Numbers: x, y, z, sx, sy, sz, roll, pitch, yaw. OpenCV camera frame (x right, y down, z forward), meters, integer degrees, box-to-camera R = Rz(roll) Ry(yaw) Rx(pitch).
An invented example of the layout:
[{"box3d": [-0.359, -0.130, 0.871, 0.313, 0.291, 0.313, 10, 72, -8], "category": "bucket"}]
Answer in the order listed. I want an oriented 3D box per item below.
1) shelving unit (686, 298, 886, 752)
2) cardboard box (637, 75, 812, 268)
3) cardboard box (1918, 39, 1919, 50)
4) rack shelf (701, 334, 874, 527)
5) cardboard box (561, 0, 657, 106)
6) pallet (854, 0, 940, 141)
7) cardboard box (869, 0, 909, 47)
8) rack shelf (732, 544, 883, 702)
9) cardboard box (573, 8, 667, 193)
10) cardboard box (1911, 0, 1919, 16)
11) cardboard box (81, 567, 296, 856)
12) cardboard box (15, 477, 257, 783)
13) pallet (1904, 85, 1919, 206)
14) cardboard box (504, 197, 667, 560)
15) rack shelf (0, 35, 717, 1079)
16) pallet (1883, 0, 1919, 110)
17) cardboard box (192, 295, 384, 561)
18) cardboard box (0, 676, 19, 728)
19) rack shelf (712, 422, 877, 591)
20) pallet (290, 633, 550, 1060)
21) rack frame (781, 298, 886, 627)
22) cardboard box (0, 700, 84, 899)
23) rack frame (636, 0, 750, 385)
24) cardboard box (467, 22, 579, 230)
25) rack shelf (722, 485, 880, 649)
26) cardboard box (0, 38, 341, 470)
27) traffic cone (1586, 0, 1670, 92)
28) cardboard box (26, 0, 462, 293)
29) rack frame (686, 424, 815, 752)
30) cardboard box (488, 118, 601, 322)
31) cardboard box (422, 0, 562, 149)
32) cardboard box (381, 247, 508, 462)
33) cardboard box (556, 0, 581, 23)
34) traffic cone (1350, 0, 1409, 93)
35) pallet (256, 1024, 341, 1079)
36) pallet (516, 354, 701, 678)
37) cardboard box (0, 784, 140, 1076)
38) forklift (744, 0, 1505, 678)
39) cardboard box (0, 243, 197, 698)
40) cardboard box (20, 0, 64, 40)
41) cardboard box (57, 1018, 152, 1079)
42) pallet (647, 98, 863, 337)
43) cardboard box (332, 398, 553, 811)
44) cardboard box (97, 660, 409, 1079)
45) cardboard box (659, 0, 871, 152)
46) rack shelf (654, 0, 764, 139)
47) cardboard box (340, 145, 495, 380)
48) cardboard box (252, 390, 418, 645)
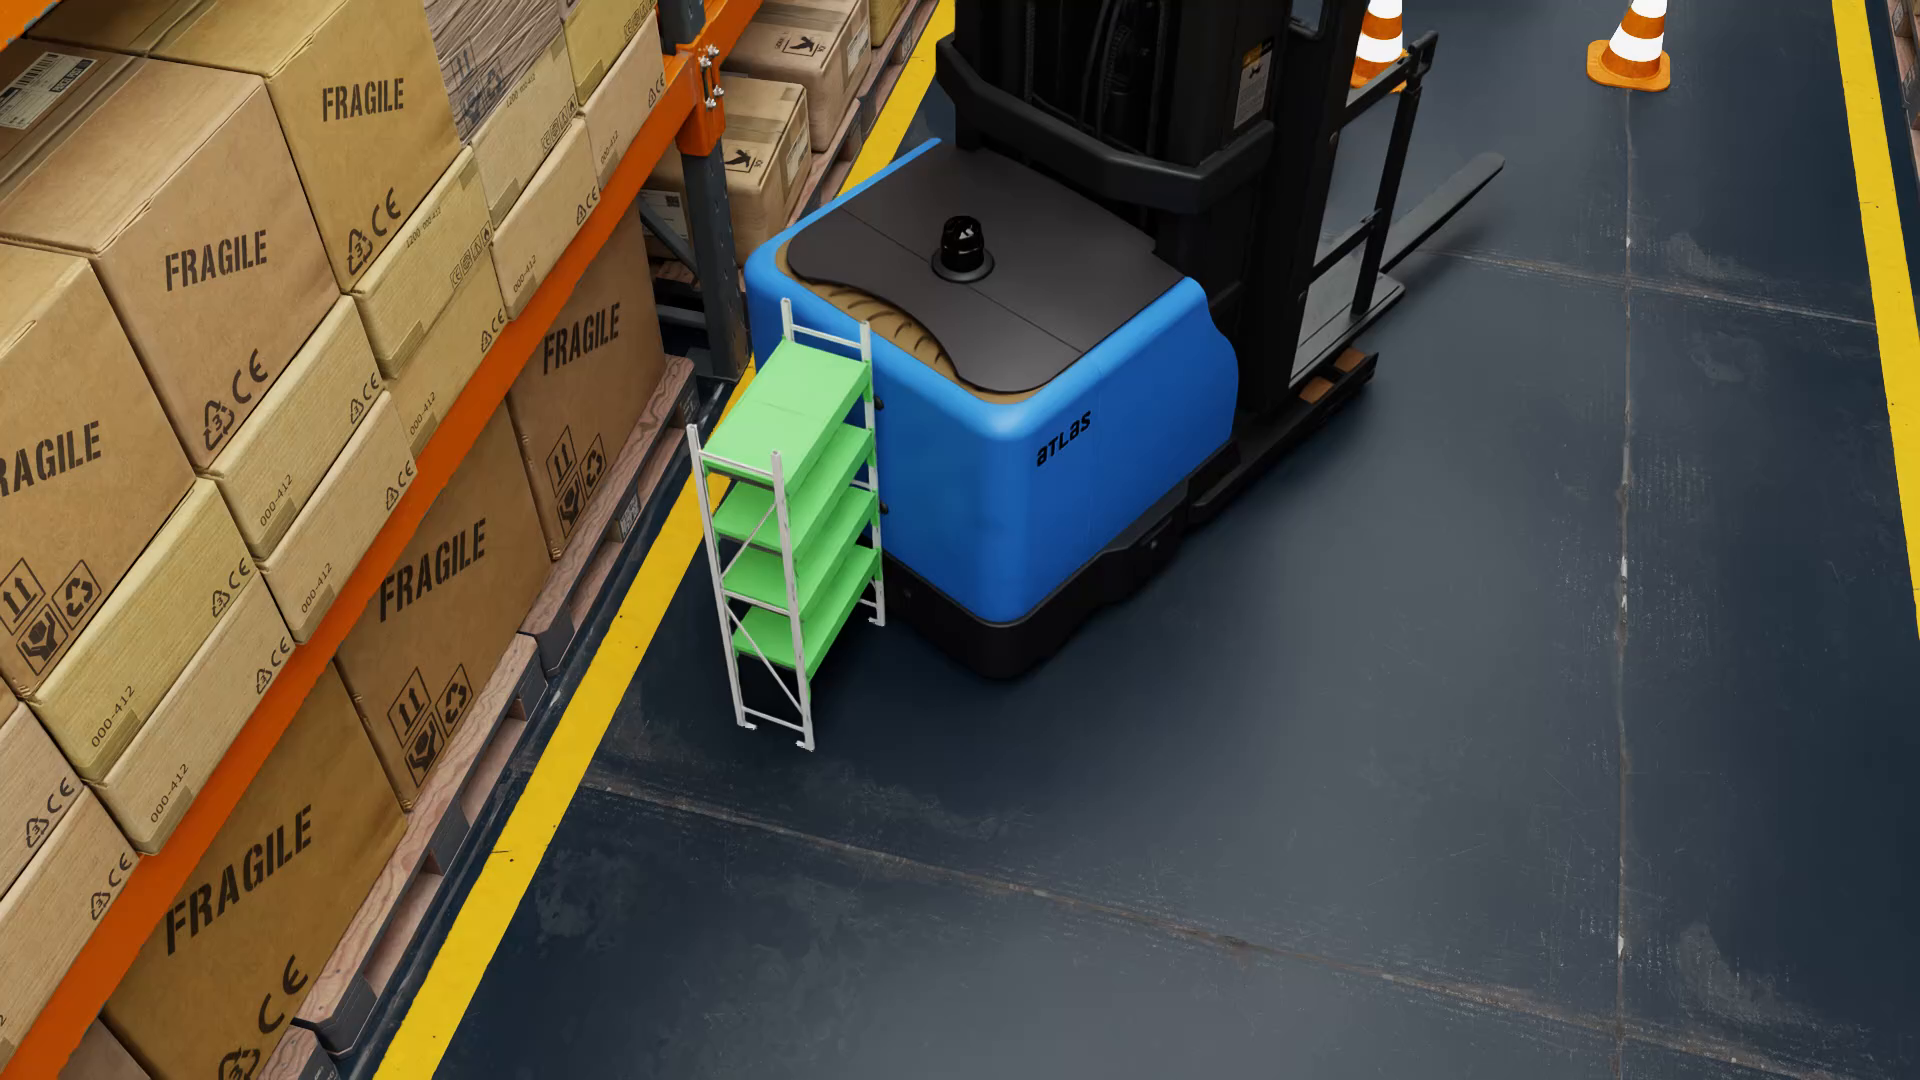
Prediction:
[{"box3d": [-0.432, -0.005, 4.454, 0.258, 1.200, 0.503, 17, 51, 15], "category": "shelving unit"}, {"box3d": [-1.072, -1.345, 5.909, 0.950, 0.372, 0.625, 9, 49, 7], "category": "cardboard box"}, {"box3d": [4.291, -1.890, 6.138, 1.050, 0.750, 0.750, 12, 50, 10], "category": "cardboard box"}, {"box3d": [-0.432, -0.280, 4.142, 0.258, 0.148, 0.480, 17, 51, 15], "category": "rack shelf"}, {"box3d": [-1.112, -1.385, 4.238, 0.500, 0.250, 0.500, 11, 50, 10], "category": "cardboard box"}, {"box3d": [-0.700, -2.191, 7.043, 1.003, 0.211, 1.213, 12, 50, 10], "category": "pallet"}, {"box3d": [-0.680, -2.428, 6.865, 0.950, 0.372, 0.625, 13, 50, 11], "category": "cardboard box"}, {"box3d": [-0.432, 0.196, 4.682, 0.258, 0.148, 0.480, 17, 51, 15], "category": "rack shelf"}, {"box3d": [-1.113, -1.203, 4.411, 0.500, 0.250, 0.500, 10, 49, 9], "category": "cardboard box"}, {"box3d": [4.548, -2.587, 6.753, 1.050, 0.750, 0.750, 11, 50, 10], "category": "cardboard box"}, {"box3d": [-1.627, 0.265, 3.115, 0.500, 0.250, 0.500, 11, 50, 10], "category": "cardboard box"}, {"box3d": [-1.626, 0.103, 2.925, 0.500, 0.250, 0.500, 12, 50, 11], "category": "cardboard box"}, {"box3d": [4.175, -1.278, 6.237, 1.003, 0.211, 1.213, 12, 50, 10], "category": "pallet"}, {"box3d": [-1.492, -0.622, 4.935, 0.875, 0.875, 0.875, 11, 50, 10], "category": "cardboard box"}, {"box3d": [-1.757, 0.015, 3.716, 1.077, 0.370, 4.000, 12, 50, 10], "category": "rack shelf"}, {"box3d": [4.494, -2.163, 7.018, 1.003, 0.211, 1.213, 12, 50, 10], "category": "pallet"}, {"box3d": [-1.495, -0.263, 3.248, 0.500, 0.250, 0.500, 10, 49, 9], "category": "cardboard box"}, {"box3d": [-1.783, 0.225, 2.317, 0.500, 0.500, 0.500, 11, 50, 10], "category": "cardboard box"}, {"box3d": [-0.432, -0.121, 4.322, 0.258, 0.148, 0.480, 17, 51, 15], "category": "rack shelf"}, {"box3d": [-1.833, 0.688, 4.502, 1.003, 0.211, 1.213, 12, 50, 10], "category": "pallet"}, {"box3d": [-0.338, -0.173, 4.603, 0.240, 1.200, 0.015, 17, 51, 15], "category": "rack frame"}, {"box3d": [-1.785, 0.463, 2.607, 0.500, 0.250, 0.500, 12, 50, 11], "category": "cardboard box"}, {"box3d": [-1.230, -1.669, 4.723, 1.000, 3.000, 0.127, 12, 50, 10], "category": "rack frame"}, {"box3d": [-1.244, -1.013, 3.910, 0.500, 0.250, 0.500, 10, 49, 9], "category": "cardboard box"}, {"box3d": [-0.432, 0.038, 4.502, 0.258, 0.148, 0.480, 17, 51, 15], "category": "rack shelf"}, {"box3d": [-1.518, -0.512, 2.968, 0.500, 0.500, 0.500, 11, 49, 9], "category": "cardboard box"}, {"box3d": [2.815, -2.147, 6.837, 0.336, 0.463, 0.334, 12, 50, 10], "category": "traffic cone"}, {"box3d": [-1.378, -0.877, 3.290, 0.500, 0.500, 0.500, 12, 50, 10], "category": "cardboard box"}, {"box3d": [-0.526, 0.164, 4.305, 0.240, 1.200, 0.015, 17, 51, 15], "category": "rack frame"}, {"box3d": [-1.232, -0.830, 4.082, 0.500, 0.250, 0.500, 12, 50, 11], "category": "cardboard box"}, {"box3d": [-1.241, -1.235, 3.606, 0.500, 0.500, 0.500, 12, 50, 11], "category": "cardboard box"}, {"box3d": [-1.380, -0.469, 3.763, 0.500, 0.250, 0.500, 11, 50, 10], "category": "cardboard box"}, {"box3d": [-1.114, -1.608, 3.935, 0.500, 0.500, 0.500, 10, 49, 9], "category": "cardboard box"}, {"box3d": [1.735, -2.143, 6.833, 0.336, 0.463, 0.334, 12, 50, 10], "category": "traffic cone"}, {"box3d": [-2.153, 1.574, 3.720, 1.003, 0.211, 1.213, 12, 50, 10], "category": "pallet"}, {"box3d": [-1.510, -0.191, 5.278, 1.003, 0.211, 1.213, 12, 50, 10], "category": "pallet"}, {"box3d": [-1.778, 0.633, 2.791, 0.500, 0.250, 0.500, 10, 49, 9], "category": "cardboard box"}, {"box3d": [0.765, -1.588, 4.697, 1.130, 2.935, 3.031, 35, 57, 27], "category": "forklift"}, {"box3d": [-1.648, -0.137, 2.637, 0.500, 0.500, 0.500, 10, 49, 9], "category": "cardboard box"}, {"box3d": [-1.868, -0.993, 3.392, 0.500, 0.500, 0.500, 13, 50, 11], "category": "cardboard box"}, {"box3d": [-2.197, 1.324, 3.218, 0.875, 0.875, 0.875, 13, 50, 11], "category": "cardboard box"}, {"box3d": [-1.023, -1.312, 6.267, 1.003, 0.211, 1.213, 12, 50, 10], "category": "pallet"}, {"box3d": [-1.731, 0.022, 4.367, 0.875, 0.875, 0.875, 12, 50, 10], "category": "cardboard box"}, {"box3d": [-1.967, 0.669, 3.796, 0.875, 0.875, 0.875, 13, 50, 11], "category": "cardboard box"}, {"box3d": [-0.885, -1.881, 6.382, 0.950, 0.372, 0.625, 11, 49, 9], "category": "cardboard box"}, {"box3d": [-0.704, -2.878, 6.269, 1.077, 0.370, 4.000, 12, 50, 10], "category": "rack shelf"}, {"box3d": [-1.359, -0.639, 3.580, 0.500, 0.250, 0.500, 10, 49, 9], "category": "cardboard box"}, {"box3d": [-1.487, -0.095, 3.433, 0.500, 0.250, 0.500, 11, 49, 9], "category": "cardboard box"}]
